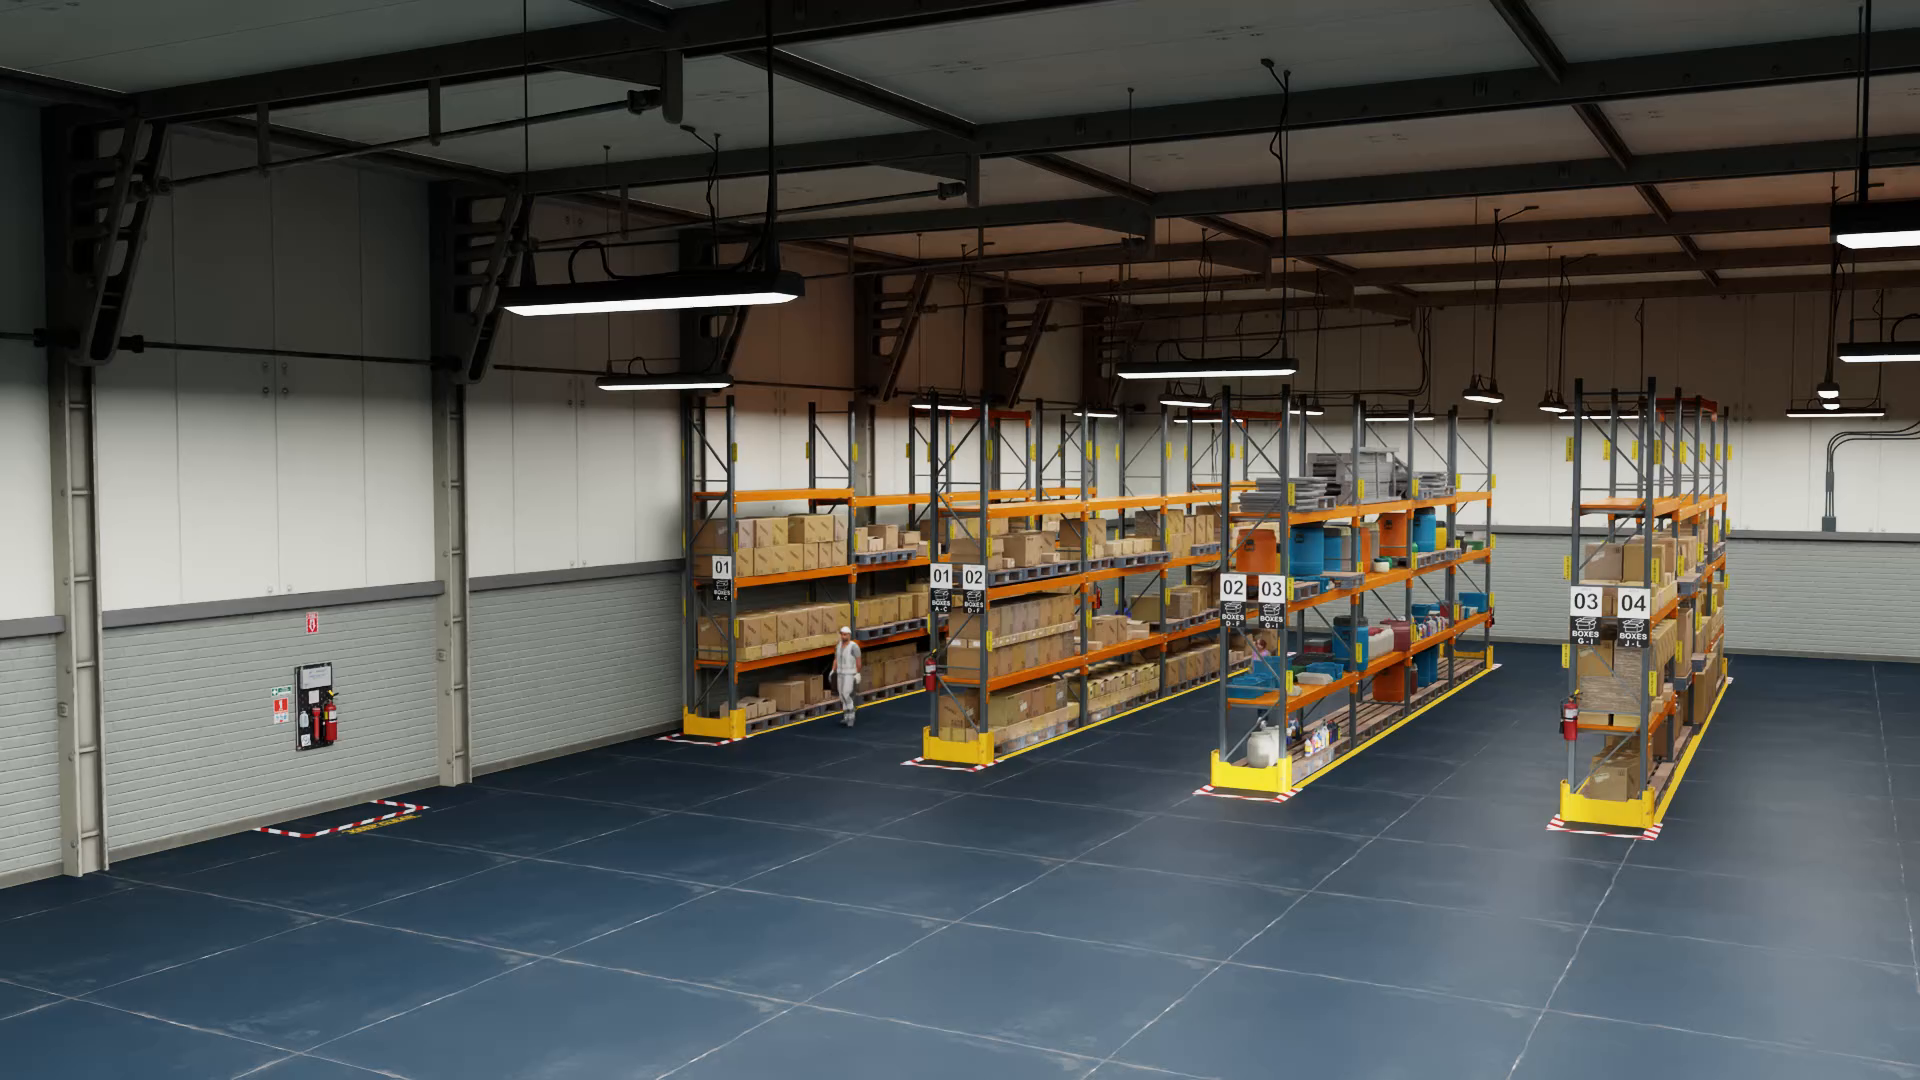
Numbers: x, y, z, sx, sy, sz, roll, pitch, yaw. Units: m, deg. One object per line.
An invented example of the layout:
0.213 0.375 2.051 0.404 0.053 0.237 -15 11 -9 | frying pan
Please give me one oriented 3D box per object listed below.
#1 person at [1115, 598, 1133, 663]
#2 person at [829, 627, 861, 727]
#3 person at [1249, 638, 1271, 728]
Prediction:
3.788 2.196 38.140 0.507 1.732 0.446 2 3 28 | person
-2.121 2.511 30.519 0.535 1.842 0.463 3 4 40 | person
5.507 2.600 30.492 0.451 1.607 0.616 3 4 40 | person
